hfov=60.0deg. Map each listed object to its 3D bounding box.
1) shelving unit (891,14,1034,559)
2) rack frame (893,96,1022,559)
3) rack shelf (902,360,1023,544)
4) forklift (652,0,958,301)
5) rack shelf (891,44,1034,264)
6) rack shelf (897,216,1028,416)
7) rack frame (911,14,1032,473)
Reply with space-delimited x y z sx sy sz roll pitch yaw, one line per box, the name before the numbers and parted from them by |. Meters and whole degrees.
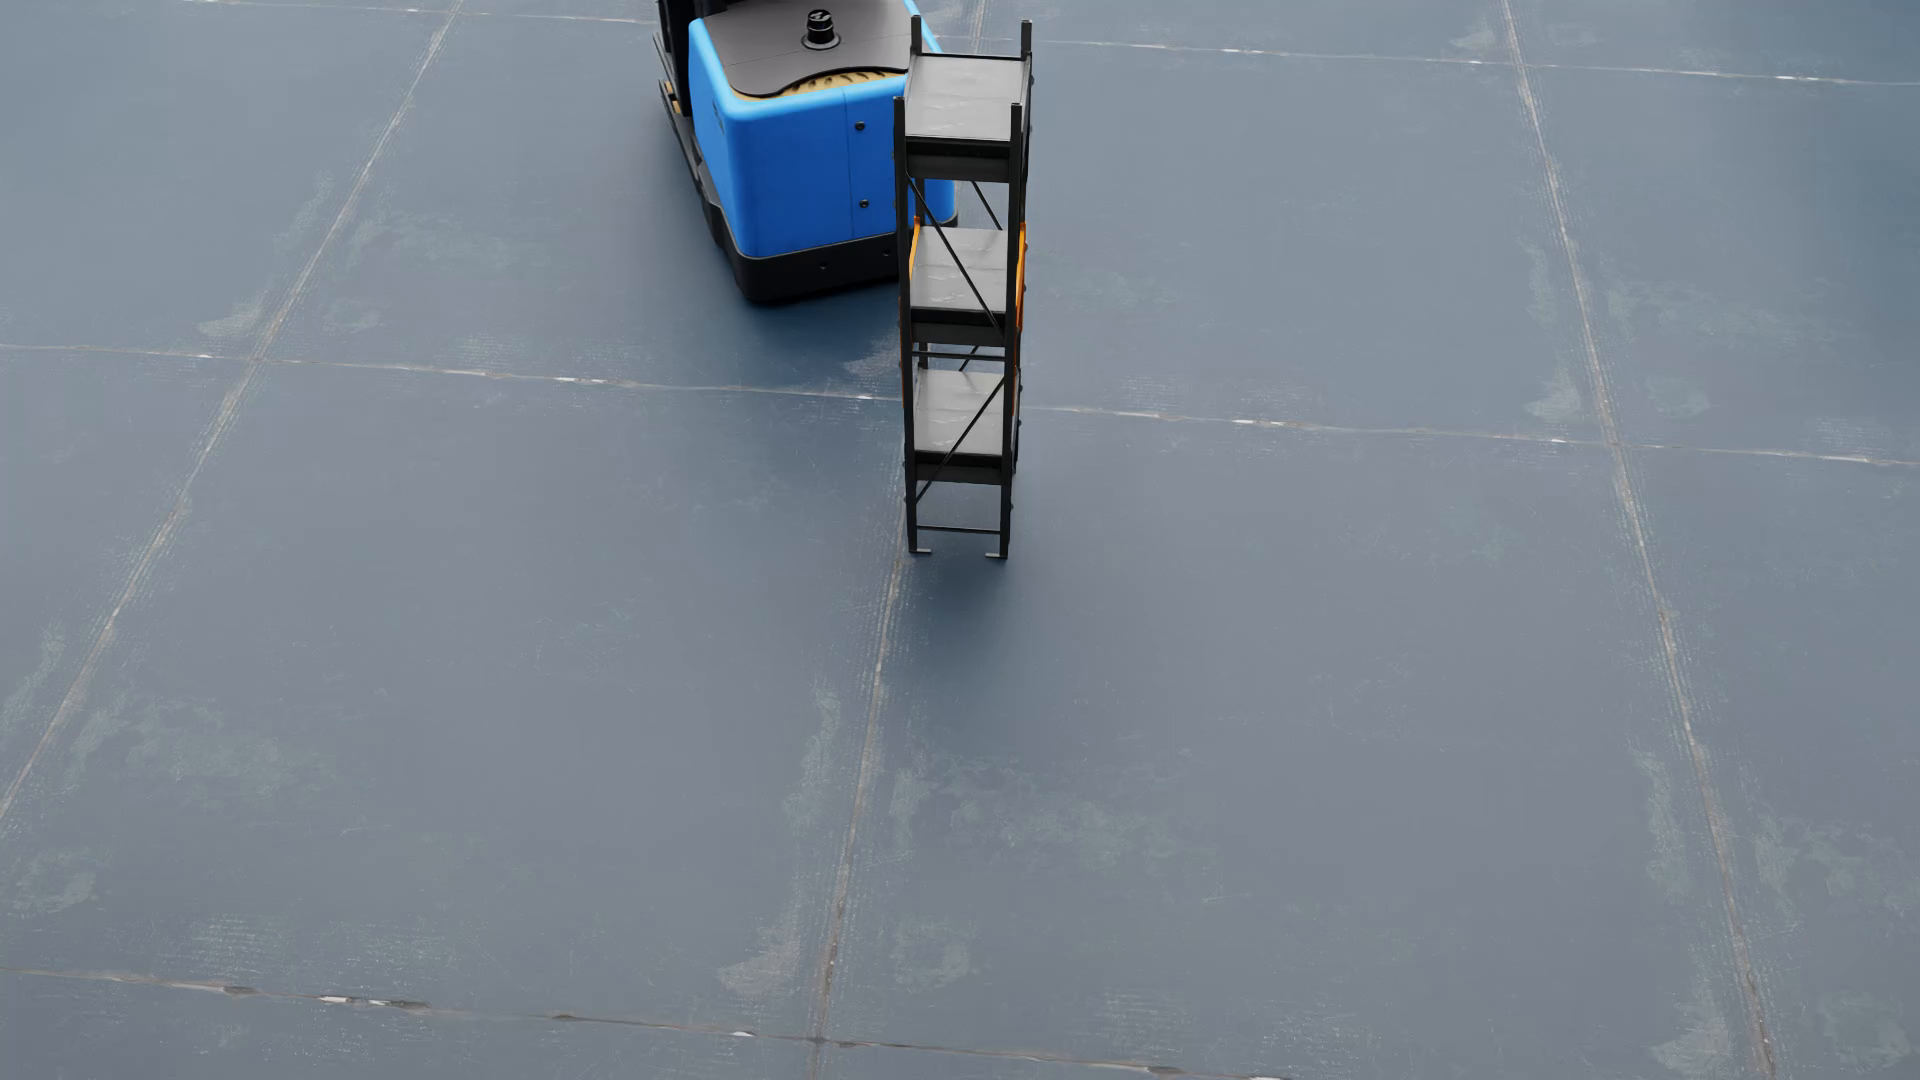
shelving unit | 0.015 -0.830 6.086 0.431 2.100 0.503 4 48 4
rack frame | -0.007 -0.651 5.922 0.400 2.100 0.015 4 48 4
rack shelf | 0.015 -0.349 6.613 0.431 0.518 0.480 4 48 4
forklift | -0.951 -3.203 7.693 1.130 2.935 3.031 -14 49 -12
rack shelf | 0.015 -1.294 5.580 0.431 0.518 0.480 4 48 4
rack shelf | 0.015 -0.821 6.097 0.431 0.518 0.480 4 48 4
rack frame | 0.037 -1.010 6.250 0.400 2.100 0.015 4 48 4
